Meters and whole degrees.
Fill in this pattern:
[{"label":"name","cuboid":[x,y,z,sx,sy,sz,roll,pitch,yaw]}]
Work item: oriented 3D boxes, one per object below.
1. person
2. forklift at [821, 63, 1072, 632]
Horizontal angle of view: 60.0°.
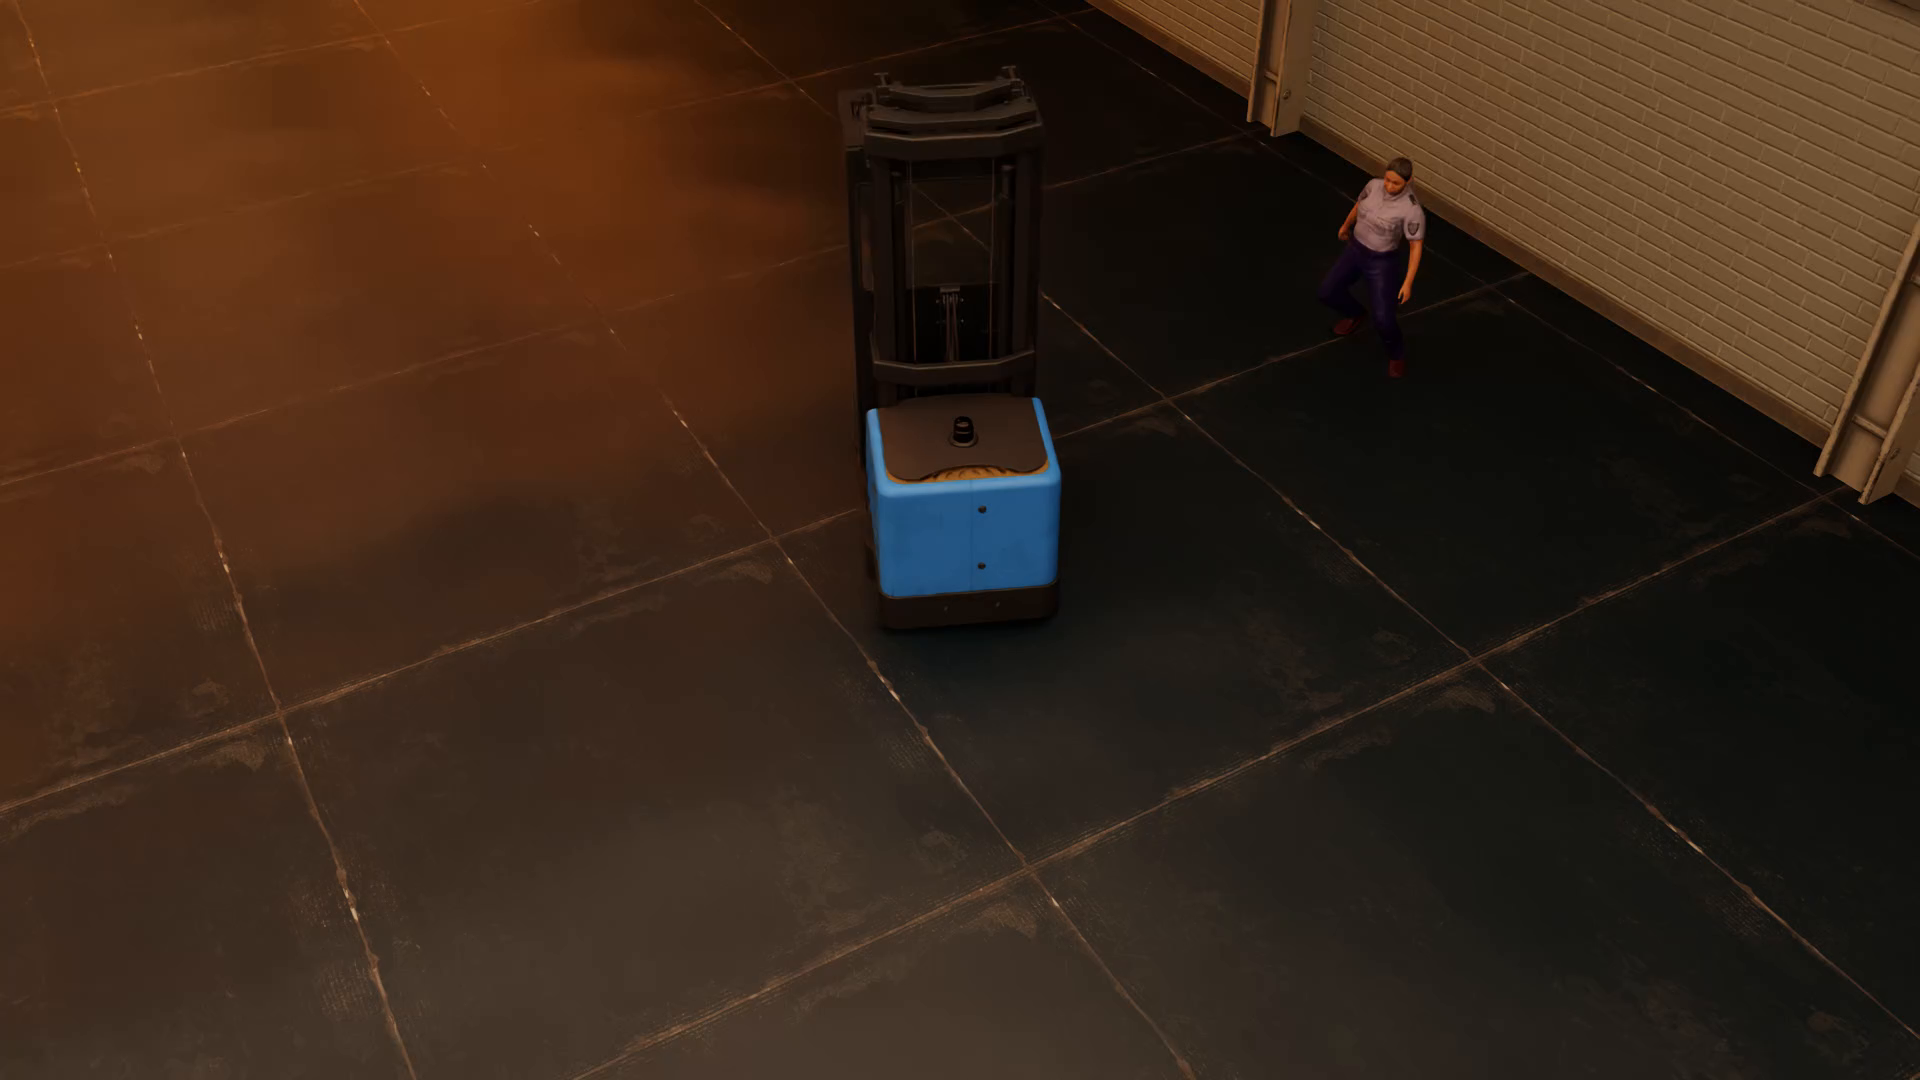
[{"label":"person","cuboid":[2.941,-1.993,11.515,0.475,1.573,0.838,-18,43,-21]},{"label":"forklift","cuboid":[-0.173,-1.543,9.896,1.130,2.935,3.031,-8,40,-9]}]
